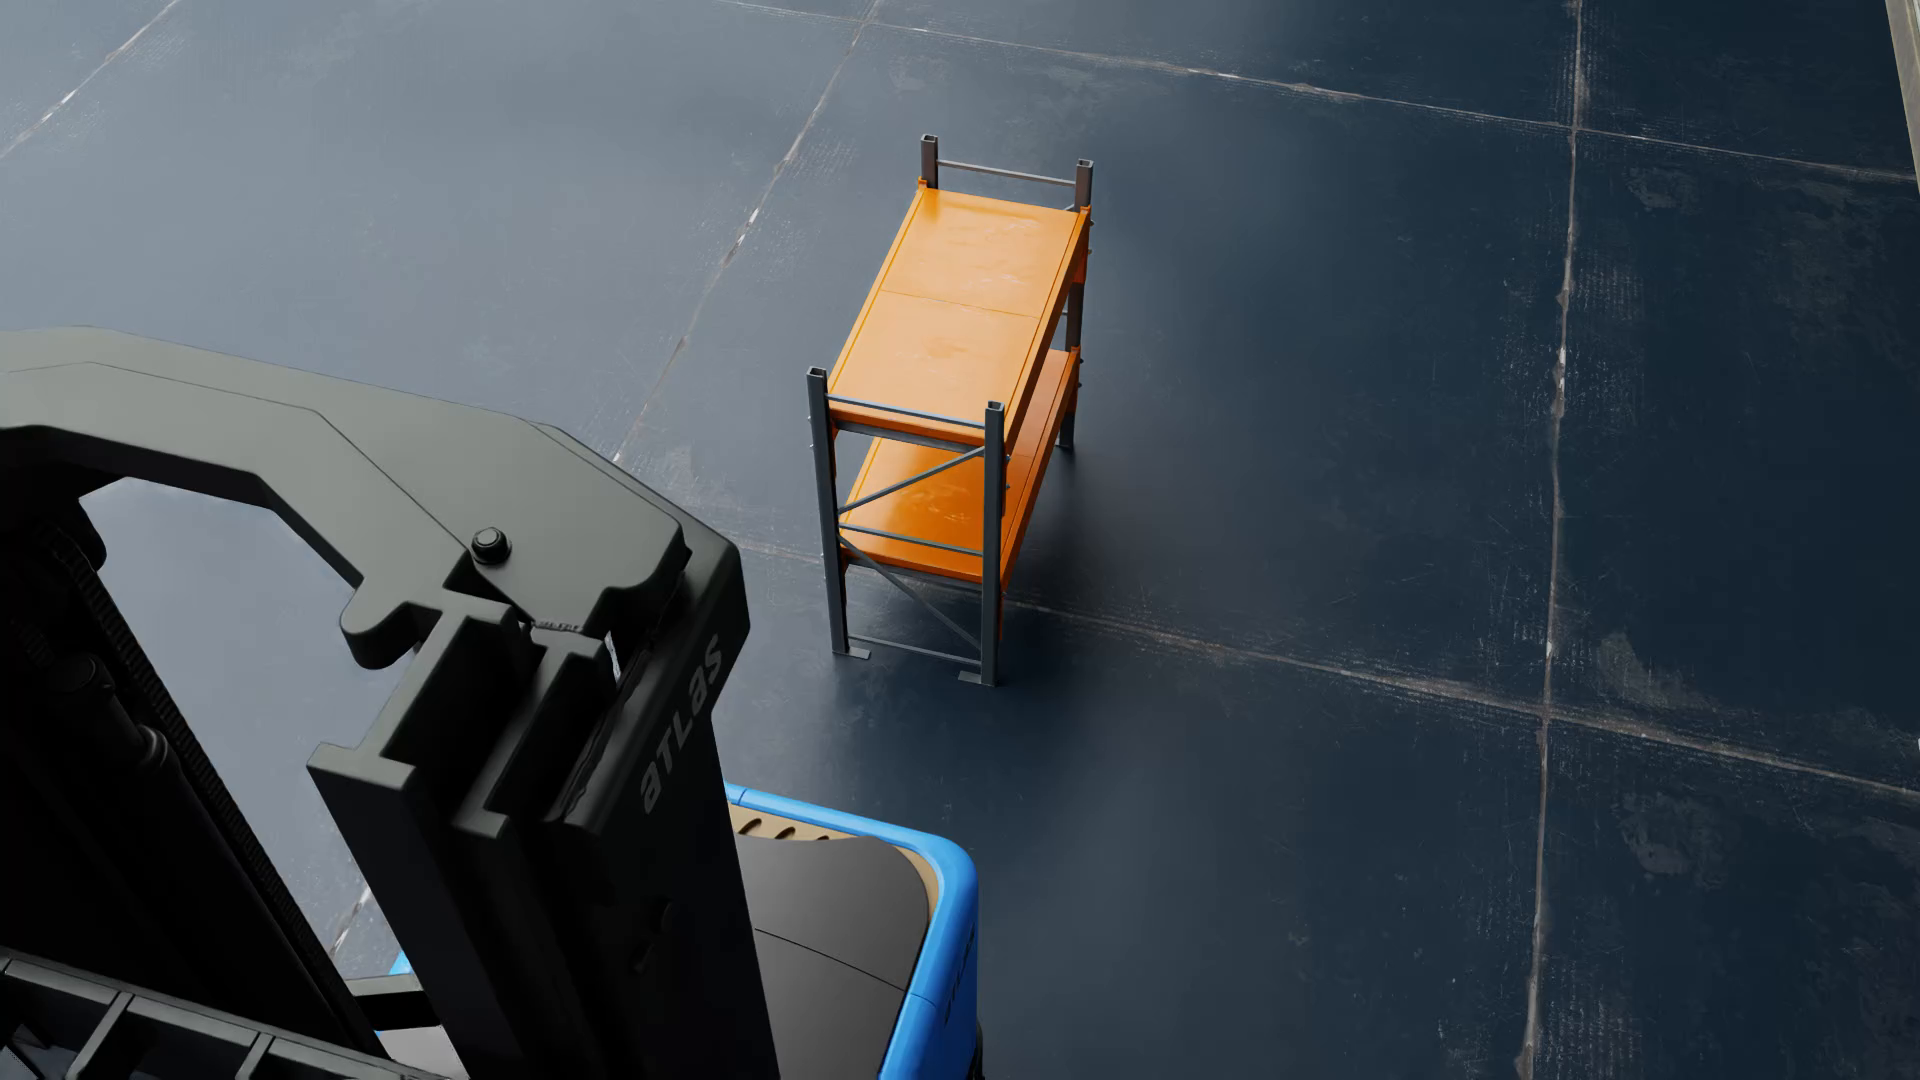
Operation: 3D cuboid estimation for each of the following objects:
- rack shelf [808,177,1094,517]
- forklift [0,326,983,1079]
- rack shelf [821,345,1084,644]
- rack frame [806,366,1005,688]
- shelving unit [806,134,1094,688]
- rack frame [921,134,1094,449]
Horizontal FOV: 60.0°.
[{"bbox_3d":[-0.002,-0.561,4.604,0.538,0.278,1.000,12,50,10],"label":"rack shelf"},{"bbox_3d":[-0.848,1.309,2.140,1.130,2.935,3.031,12,50,11],"label":"forklift"},{"bbox_3d":[-0.002,-0.206,5.007,0.538,0.278,1.000,12,50,10],"label":"rack shelf"},{"bbox_3d":[-0.136,0.000,4.499,0.500,1.125,0.032,12,50,10],"label":"rack frame"},{"bbox_3d":[-0.002,-0.367,4.824,0.538,1.125,1.048,12,50,10],"label":"shelving unit"},{"bbox_3d":[0.132,-0.735,5.148,0.500,1.125,0.032,12,50,10],"label":"rack frame"}]
